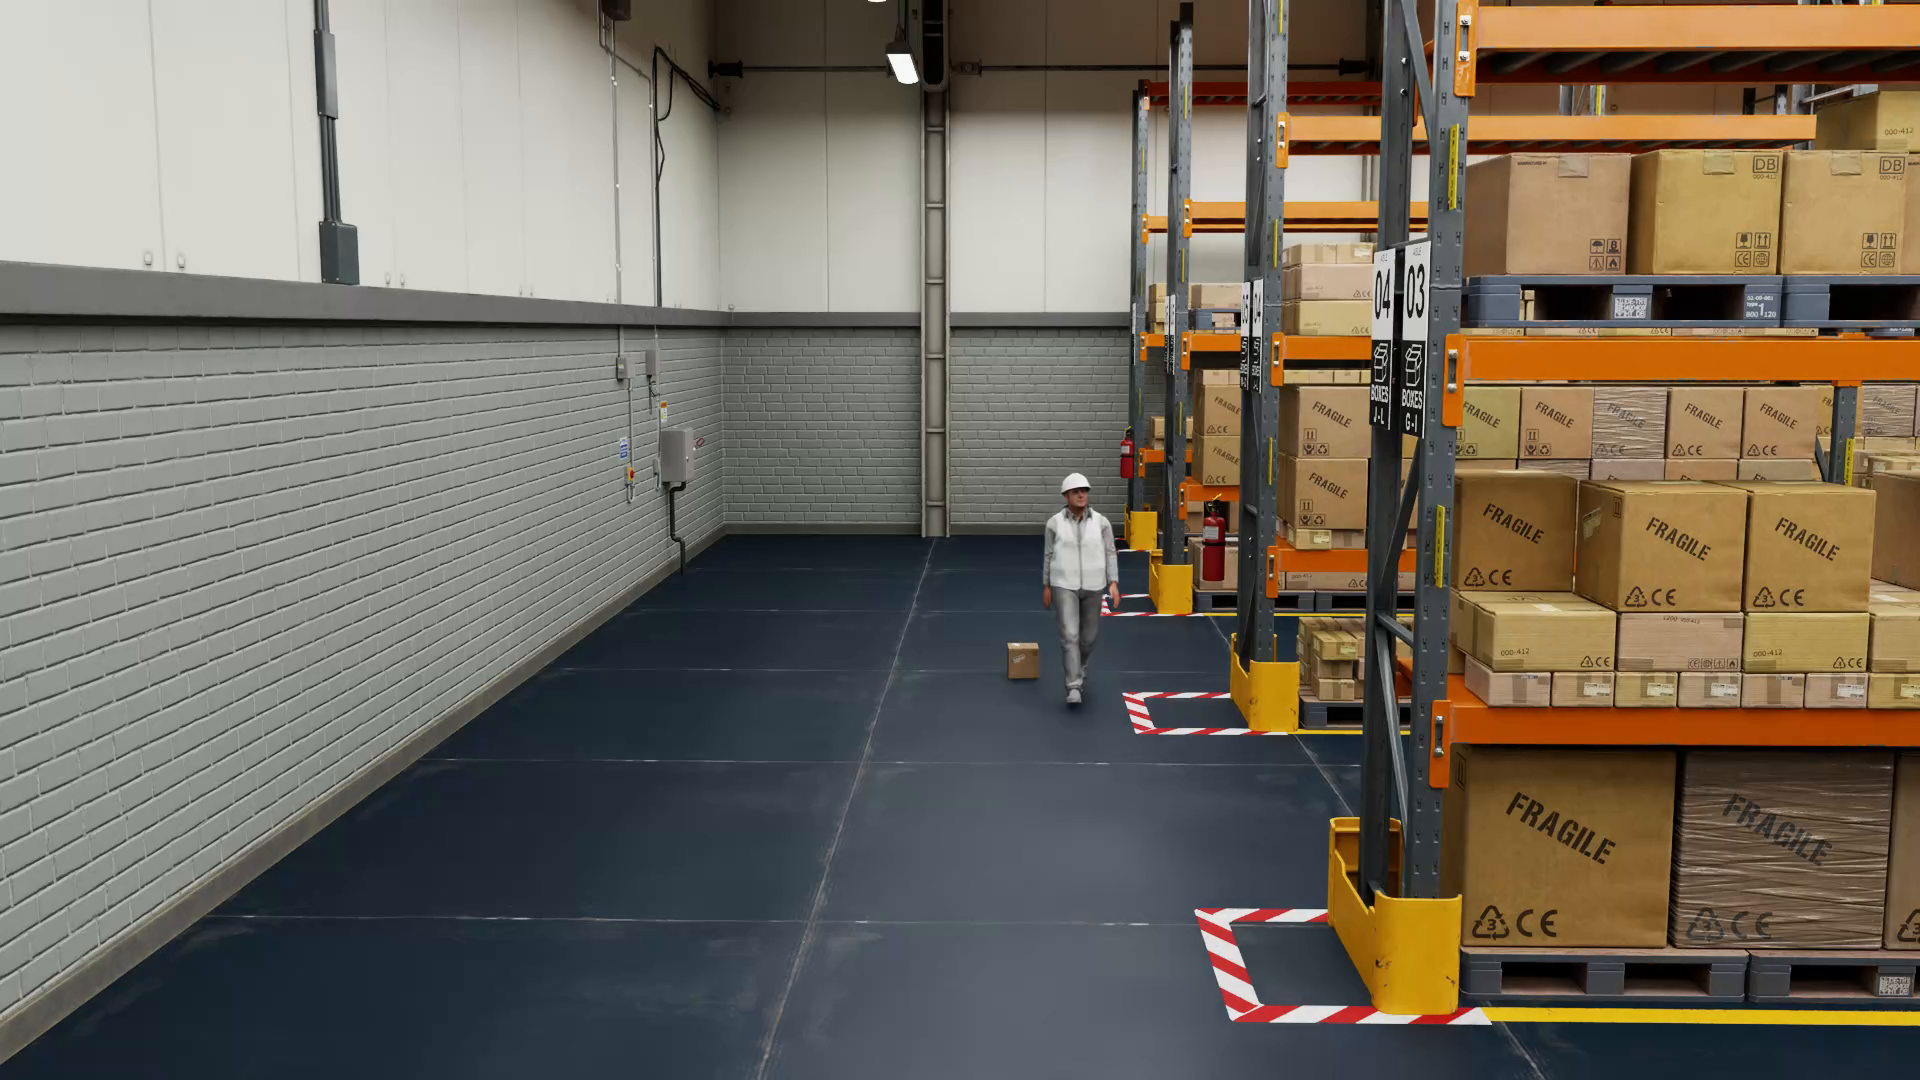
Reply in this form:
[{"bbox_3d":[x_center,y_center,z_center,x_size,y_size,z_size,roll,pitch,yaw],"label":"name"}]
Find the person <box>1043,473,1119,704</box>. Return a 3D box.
[{"bbox_3d":[0.935,0.351,12.887,0.559,1.734,0.991,-1,7,-6],"label":"person"}]
